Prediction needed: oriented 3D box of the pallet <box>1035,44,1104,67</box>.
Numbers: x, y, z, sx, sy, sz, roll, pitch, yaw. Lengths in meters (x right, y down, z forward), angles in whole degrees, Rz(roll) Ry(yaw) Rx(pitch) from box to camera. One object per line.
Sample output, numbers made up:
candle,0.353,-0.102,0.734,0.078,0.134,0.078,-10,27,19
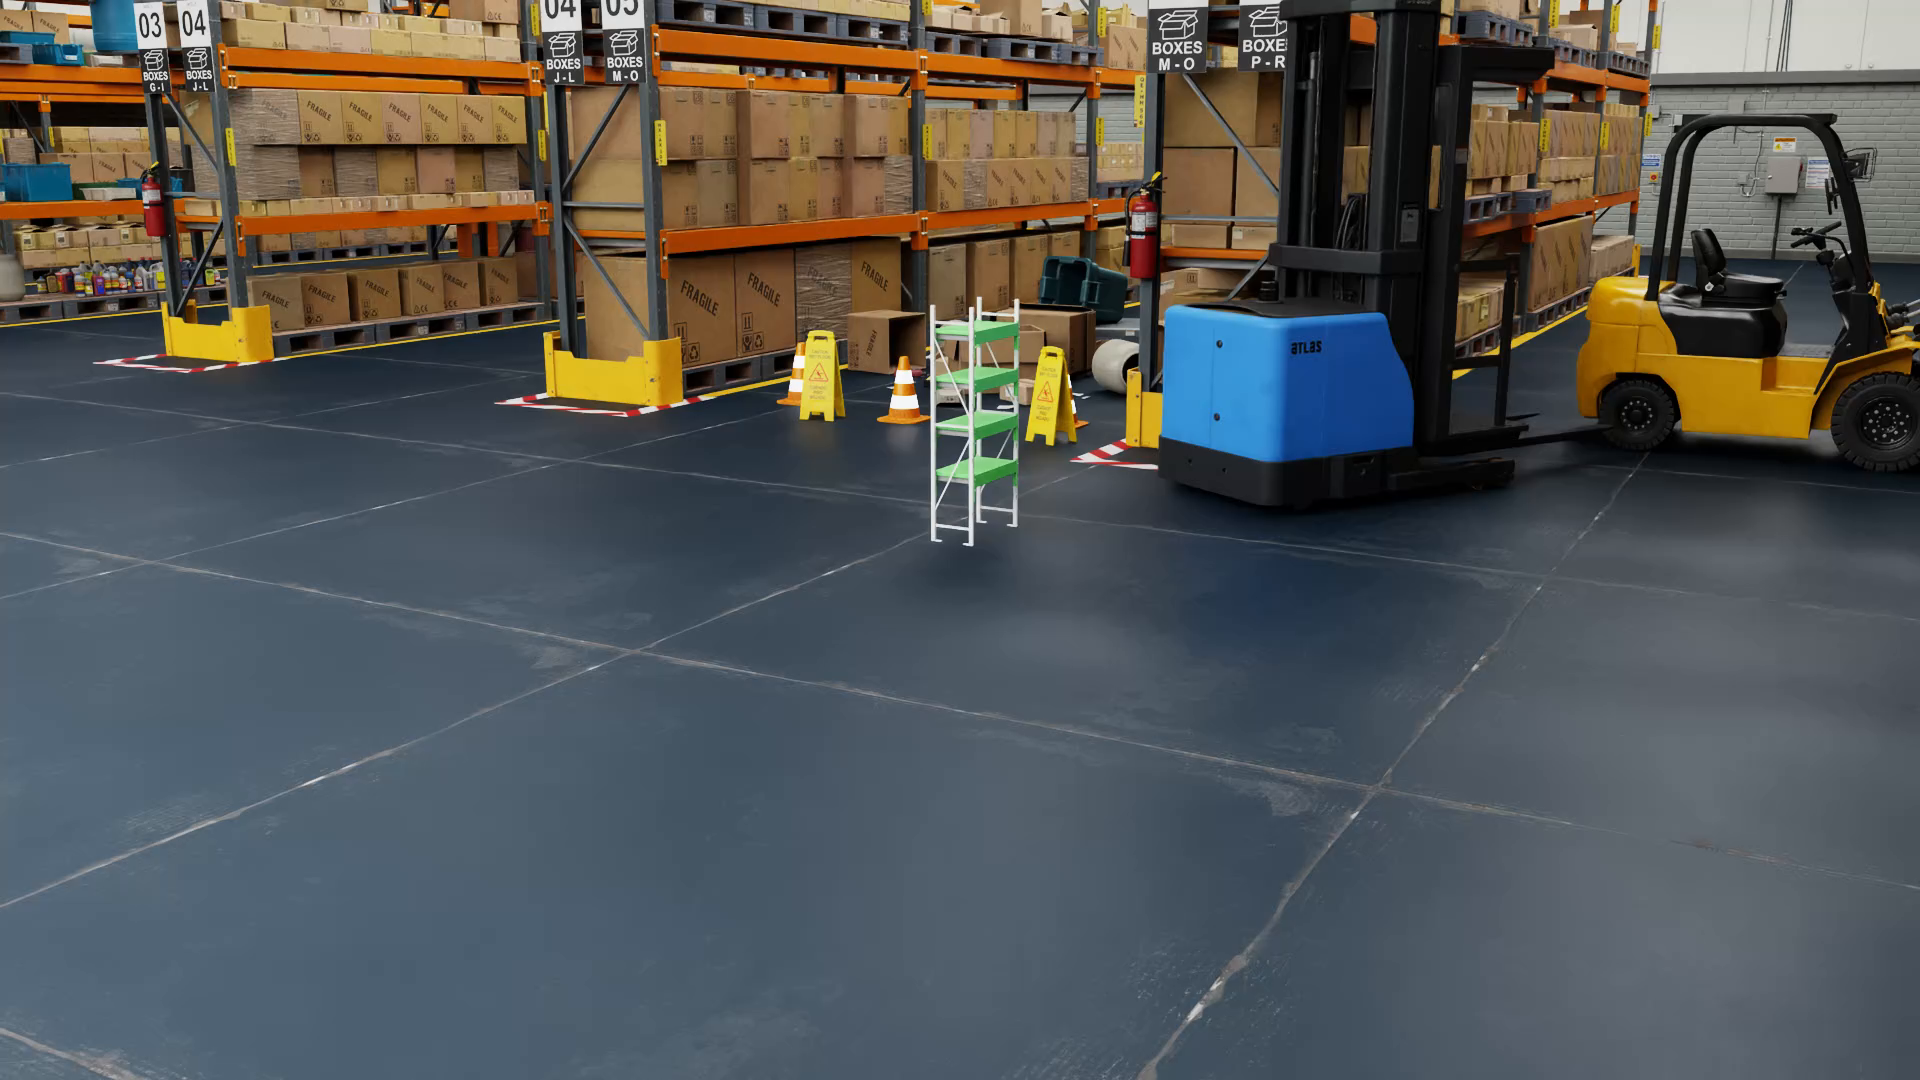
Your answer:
pallet,0.871,-5.458,18.777,1.213,0.211,1.003,8,16,31

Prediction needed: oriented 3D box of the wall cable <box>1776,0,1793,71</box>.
wall cable,14.966,-9.056,26.815,2.988,3.039,0.133,7,15,28

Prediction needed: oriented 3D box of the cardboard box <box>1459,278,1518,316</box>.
cardboard box,5.236,-2.502,17.221,0.950,0.372,0.625,6,15,24

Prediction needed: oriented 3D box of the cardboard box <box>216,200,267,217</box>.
cardboard box,-6.678,-3.081,15.448,0.380,0.149,0.250,7,15,28

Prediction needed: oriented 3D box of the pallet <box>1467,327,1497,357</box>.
pallet,4.548,-1.925,16.067,1.003,0.211,1.213,7,15,28

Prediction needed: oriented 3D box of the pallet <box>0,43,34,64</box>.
pallet,-10.875,-5.258,17.944,1.003,0.211,1.213,7,15,28

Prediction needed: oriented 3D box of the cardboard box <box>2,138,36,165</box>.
cardboard box,-16.384,-6.661,28.612,0.700,0.500,0.500,5,15,21

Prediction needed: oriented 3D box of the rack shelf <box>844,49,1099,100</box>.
rack shelf,0.169,-4.928,17.710,1.077,0.370,4.000,7,15,28

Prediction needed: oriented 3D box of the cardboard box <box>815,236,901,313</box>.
cardboard box,-1.163,-2.459,15.973,0.875,0.875,0.875,8,16,29

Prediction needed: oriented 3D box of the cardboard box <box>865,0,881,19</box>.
cardboard box,-0.939,-4.782,14.997,0.380,0.149,0.250,8,16,29

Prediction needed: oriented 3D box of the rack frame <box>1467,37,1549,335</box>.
rack frame,5.518,-3.690,17.439,1.000,3.000,0.127,7,15,28

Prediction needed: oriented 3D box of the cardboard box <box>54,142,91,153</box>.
cardboard box,-15.706,-6.770,29.324,0.500,0.500,0.500,8,16,30

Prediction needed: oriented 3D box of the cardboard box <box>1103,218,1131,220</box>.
cardboard box,2.226,-4.173,22.280,0.500,0.250,0.500,8,16,30

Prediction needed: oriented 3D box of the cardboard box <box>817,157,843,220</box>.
cardboard box,-1.576,-3.192,15.055,0.875,0.550,0.550,7,15,28

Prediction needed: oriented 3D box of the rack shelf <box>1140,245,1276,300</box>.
rack shelf,2.617,-2.109,12.417,1.077,0.370,4.000,7,15,28

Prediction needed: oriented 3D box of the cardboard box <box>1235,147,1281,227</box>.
cardboard box,2.122,-2.308,10.857,0.500,0.500,0.500,7,15,27

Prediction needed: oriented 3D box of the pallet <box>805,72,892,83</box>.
pallet,-1.623,-6.805,24.368,0.805,0.209,1.217,7,15,26

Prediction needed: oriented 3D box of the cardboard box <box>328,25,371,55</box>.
cardboard box,-6.078,-4.834,16.104,0.500,0.250,0.500,7,15,28

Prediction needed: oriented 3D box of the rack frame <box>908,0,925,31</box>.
rack frame,-0.798,-6.326,15.572,1.000,3.000,0.127,7,15,28

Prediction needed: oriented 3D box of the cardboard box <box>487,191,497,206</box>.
cardboard box,-5.240,-3.698,18.008,0.380,0.149,0.250,7,15,28

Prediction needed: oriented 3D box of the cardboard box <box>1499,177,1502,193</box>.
cardboard box,4.886,-3.351,15.674,0.380,0.149,0.250,7,15,26

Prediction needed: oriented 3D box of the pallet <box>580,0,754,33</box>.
pallet,-2.382,-4.157,13.166,1.003,0.211,1.213,7,15,28

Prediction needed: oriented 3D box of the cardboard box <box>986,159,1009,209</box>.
cardboard box,0.180,-3.741,17.439,0.500,0.500,0.500,7,15,28

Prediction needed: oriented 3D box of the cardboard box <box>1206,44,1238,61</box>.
cardboard box,3.512,-6.751,22.987,0.500,0.250,0.500,8,16,30

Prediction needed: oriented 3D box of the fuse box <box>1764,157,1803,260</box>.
fuse box,13.859,-5.596,28.096,0.539,1.711,0.414,7,15,28

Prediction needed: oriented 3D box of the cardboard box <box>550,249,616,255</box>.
cardboard box,-4.528,-3.210,19.843,0.700,0.500,0.500,7,15,28

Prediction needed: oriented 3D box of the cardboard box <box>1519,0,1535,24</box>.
cardboard box,5.568,-5.497,17.418,0.797,0.503,0.637,6,15,25

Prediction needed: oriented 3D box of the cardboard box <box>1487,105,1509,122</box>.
cardboard box,4.974,-4.035,15.742,0.380,0.149,0.250,7,15,25

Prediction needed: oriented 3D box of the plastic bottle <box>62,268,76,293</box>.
plastic bottle,-10.617,-3.089,19.803,0.061,0.283,0.133,7,15,28

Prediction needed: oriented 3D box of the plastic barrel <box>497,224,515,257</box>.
plastic barrel,-7.077,-4.597,25.613,0.421,0.512,0.421,0,14,0

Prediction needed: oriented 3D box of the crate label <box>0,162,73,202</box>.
crate label,-10.707,-4.158,19.305,0.502,0.435,0.616,7,15,28

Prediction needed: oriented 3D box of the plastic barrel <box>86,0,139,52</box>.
plastic barrel,-10.001,-6.267,19.763,0.600,0.901,0.708,7,15,28

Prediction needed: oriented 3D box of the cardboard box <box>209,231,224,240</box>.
cardboard box,-11.865,-4.941,26.401,0.500,0.311,0.500,8,16,30

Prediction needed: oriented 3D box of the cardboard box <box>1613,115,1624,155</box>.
cardboard box,8.401,-5.322,21.863,0.500,0.500,0.500,8,16,29

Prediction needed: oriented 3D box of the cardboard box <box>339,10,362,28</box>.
cardboard box,-6.030,-5.044,16.124,0.380,0.149,0.250,7,15,26

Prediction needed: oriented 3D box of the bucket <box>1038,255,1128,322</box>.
bucket,1.155,-2.268,15.281,0.620,0.611,0.726,1,9,-42

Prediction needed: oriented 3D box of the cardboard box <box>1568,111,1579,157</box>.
cardboard box,6.712,-4.608,18.902,0.500,0.500,0.500,8,16,29

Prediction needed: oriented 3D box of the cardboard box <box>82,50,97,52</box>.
cardboard box,-12.783,-7.090,24.566,0.500,0.250,0.500,6,15,23

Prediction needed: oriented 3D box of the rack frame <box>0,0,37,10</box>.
rack frame,-16.165,-9.413,28.377,1.000,3.000,0.127,7,15,28

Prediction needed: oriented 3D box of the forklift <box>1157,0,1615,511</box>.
forklift,2.693,-1.814,9.804,3.031,2.935,1.130,-8,16,-30

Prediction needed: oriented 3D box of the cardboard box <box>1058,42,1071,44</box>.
cardboard box,1.190,-5.883,19.921,0.500,0.500,0.500,7,15,28

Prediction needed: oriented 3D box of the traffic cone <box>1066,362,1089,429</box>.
traffic cone,0.729,-1.050,11.900,0.336,0.463,0.334,7,15,28

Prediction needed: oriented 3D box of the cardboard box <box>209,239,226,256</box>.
cardboard box,-11.868,-4.668,26.465,0.500,0.250,0.500,8,16,29

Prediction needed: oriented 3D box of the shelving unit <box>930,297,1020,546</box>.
shelving unit,0.080,-0.617,8.534,0.258,1.200,0.503,7,15,28

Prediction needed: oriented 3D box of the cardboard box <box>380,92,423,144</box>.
cardboard box,-5.795,-4.240,16.741,0.500,0.500,0.500,7,15,28

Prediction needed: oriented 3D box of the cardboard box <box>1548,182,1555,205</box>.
cardboard box,6.208,-3.796,18.200,0.500,0.250,0.500,7,15,26

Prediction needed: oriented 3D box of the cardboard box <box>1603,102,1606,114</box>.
cardboard box,7.941,-5.450,21.010,0.380,0.149,0.250,8,16,29

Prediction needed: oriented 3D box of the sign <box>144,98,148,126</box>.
sign,-7.501,-3.955,15.393,0.100,0.325,0.005,7,15,28

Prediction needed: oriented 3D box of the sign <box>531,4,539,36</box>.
sign,-4.612,-5.642,18.031,0.100,0.325,0.005,7,15,28

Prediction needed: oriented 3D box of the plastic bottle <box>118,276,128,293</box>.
plastic bottle,-9.949,-3.034,19.750,0.097,0.201,0.097,0,14,0

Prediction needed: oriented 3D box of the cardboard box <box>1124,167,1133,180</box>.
cardboard box,1.918,-4.547,20.634,0.380,0.149,0.250,8,16,31
